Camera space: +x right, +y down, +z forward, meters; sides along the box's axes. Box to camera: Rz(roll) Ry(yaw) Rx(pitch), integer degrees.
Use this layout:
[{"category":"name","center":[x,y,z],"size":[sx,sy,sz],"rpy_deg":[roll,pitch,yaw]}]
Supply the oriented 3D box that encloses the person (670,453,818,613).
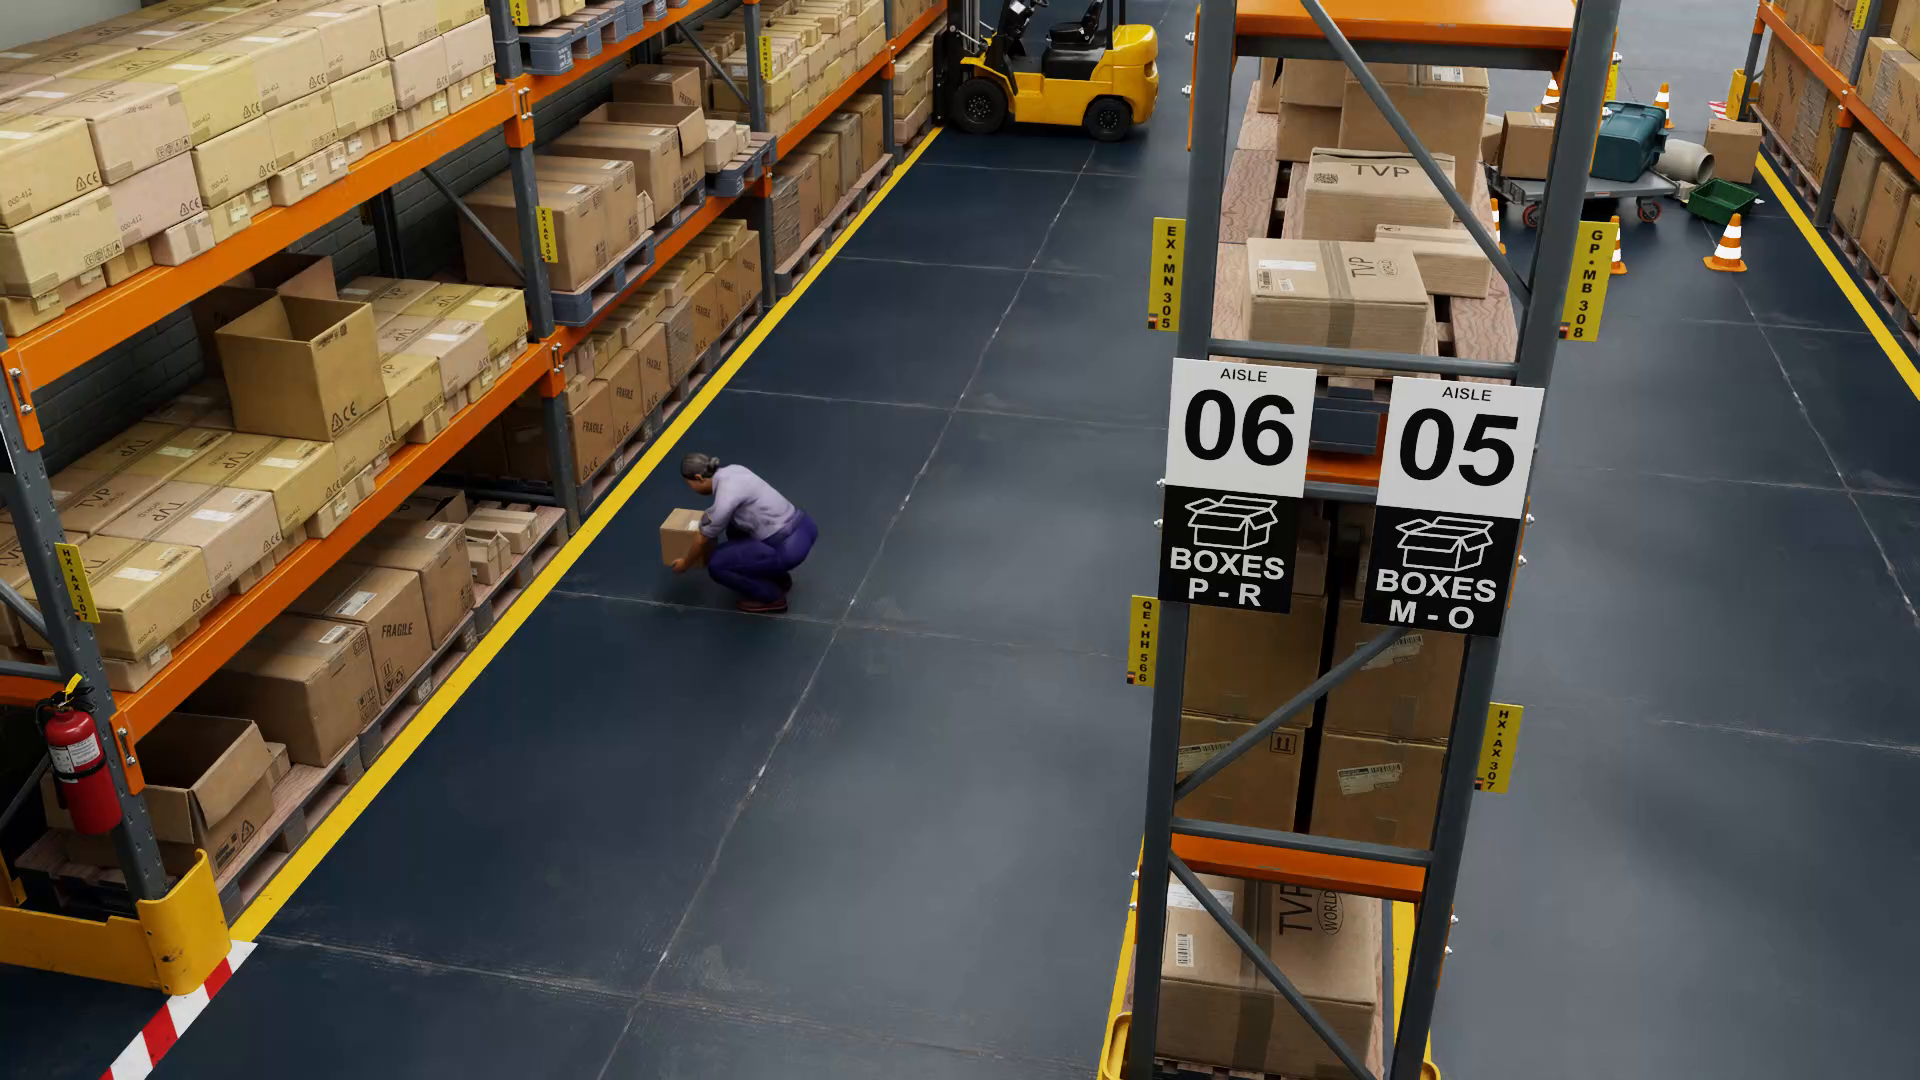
[{"category":"person","center":[-1.245,-0.078,9.528],"size":[0.831,0.924,0.520],"rpy_deg":[6,30,11]}]
